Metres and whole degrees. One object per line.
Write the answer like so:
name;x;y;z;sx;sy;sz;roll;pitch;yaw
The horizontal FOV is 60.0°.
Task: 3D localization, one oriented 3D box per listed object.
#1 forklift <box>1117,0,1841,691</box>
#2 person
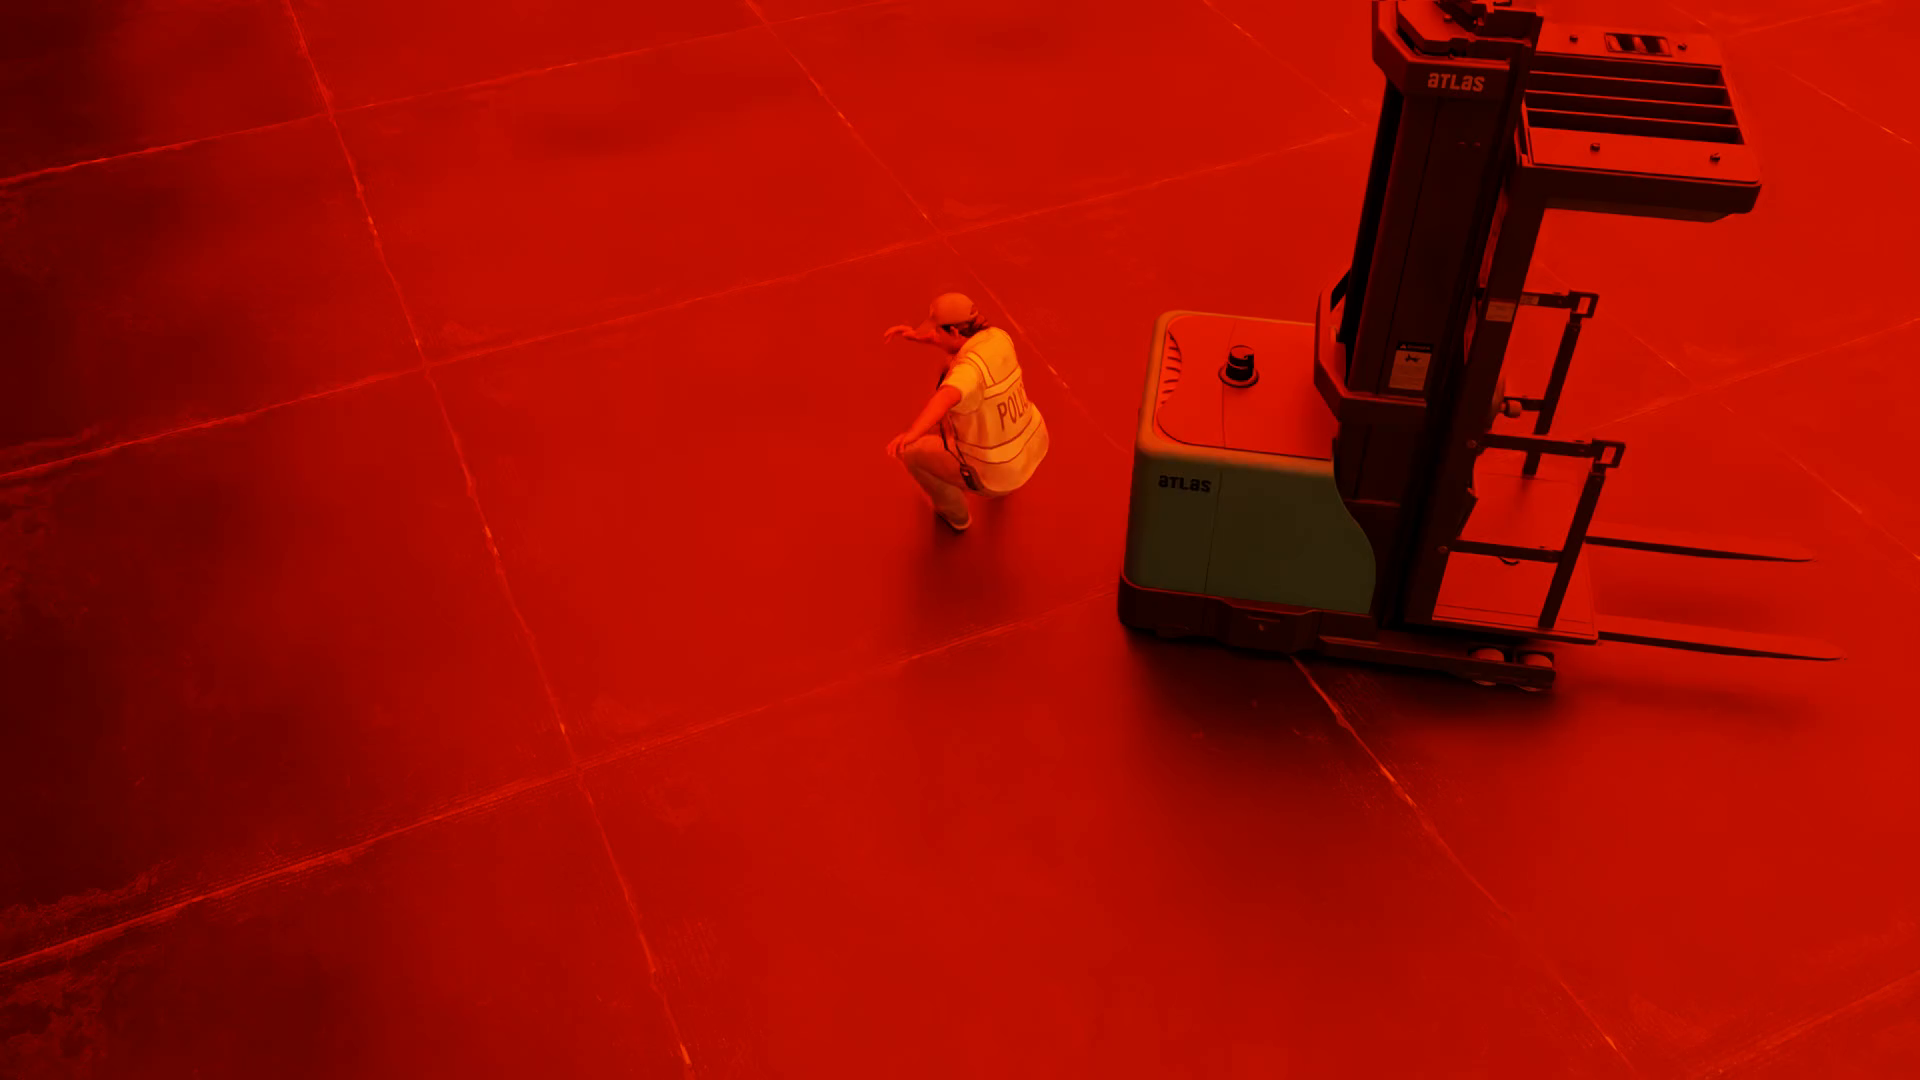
forklift;2.263;-0.817;6.556;3.031;2.935;1.130;7;43;7
person;-0.025;-0.427;7.321;0.721;1.361;1.418;22;47;22
